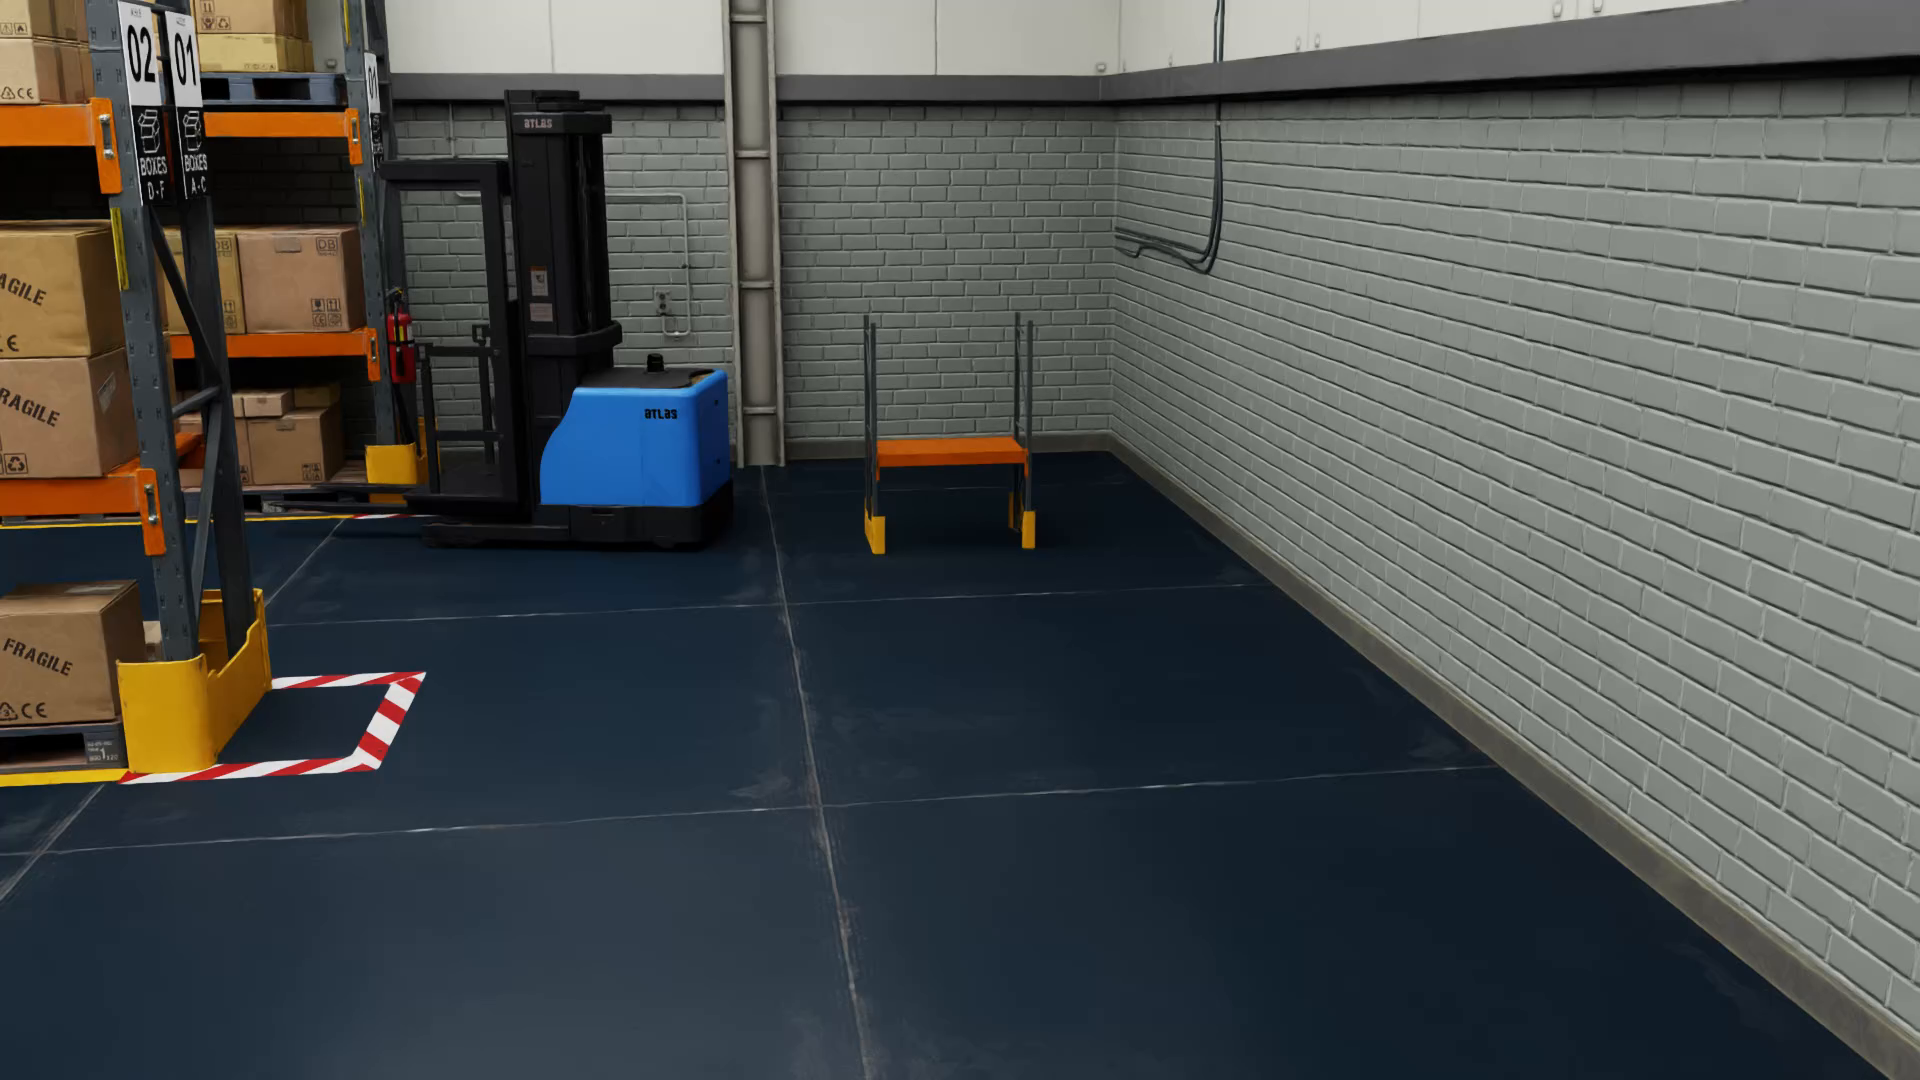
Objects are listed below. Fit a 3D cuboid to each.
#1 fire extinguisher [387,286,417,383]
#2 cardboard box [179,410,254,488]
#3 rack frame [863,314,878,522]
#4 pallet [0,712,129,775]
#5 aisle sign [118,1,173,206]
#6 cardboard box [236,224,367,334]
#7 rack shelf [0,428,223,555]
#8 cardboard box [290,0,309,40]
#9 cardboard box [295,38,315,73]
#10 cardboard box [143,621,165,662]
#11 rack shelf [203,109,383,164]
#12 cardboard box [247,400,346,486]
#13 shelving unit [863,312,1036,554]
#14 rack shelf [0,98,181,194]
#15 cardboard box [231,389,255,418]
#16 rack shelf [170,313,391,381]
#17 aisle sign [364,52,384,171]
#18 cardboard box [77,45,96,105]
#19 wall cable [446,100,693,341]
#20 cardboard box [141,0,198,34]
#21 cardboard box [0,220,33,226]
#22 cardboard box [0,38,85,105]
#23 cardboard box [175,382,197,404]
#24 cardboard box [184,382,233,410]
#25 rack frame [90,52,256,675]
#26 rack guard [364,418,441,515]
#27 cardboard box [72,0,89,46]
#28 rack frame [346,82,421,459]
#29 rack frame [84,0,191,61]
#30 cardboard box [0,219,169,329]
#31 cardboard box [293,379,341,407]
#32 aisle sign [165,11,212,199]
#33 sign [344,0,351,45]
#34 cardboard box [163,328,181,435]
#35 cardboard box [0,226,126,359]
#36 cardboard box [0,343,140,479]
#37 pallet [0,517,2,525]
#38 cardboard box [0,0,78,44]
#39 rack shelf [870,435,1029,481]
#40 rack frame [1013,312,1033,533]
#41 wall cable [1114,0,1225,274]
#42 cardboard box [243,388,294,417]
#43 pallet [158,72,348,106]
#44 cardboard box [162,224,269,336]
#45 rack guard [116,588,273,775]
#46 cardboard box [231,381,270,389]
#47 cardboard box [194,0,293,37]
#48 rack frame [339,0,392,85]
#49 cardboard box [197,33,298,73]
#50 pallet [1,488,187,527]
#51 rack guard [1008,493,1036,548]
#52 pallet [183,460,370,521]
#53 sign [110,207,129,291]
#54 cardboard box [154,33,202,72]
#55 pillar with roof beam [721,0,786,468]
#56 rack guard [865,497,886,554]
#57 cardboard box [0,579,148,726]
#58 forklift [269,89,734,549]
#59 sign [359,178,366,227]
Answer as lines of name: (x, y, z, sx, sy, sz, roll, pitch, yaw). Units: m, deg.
fire extinguisher: (-3.967, -1.457, 11.791, 0.183, 0.674, 0.296, -2, 14, -8)
cardboard box: (-5.357, -0.705, 12.140, 0.500, 0.500, 0.700, -2, 14, -8)
rack frame: (-0.587, -0.706, 10.954, 0.032, 1.500, 0.500, -2, 14, -8)
pallet: (-4.307, 0.795, 7.618, 1.213, 0.211, 1.003, -2, 14, -8)
aisle sign: (-3.330, -1.779, 6.806, 0.004, 0.787, 0.394, -2, 14, -8)
cardboard box: (-4.688, -1.906, 12.037, 0.700, 0.700, 0.980, -1, 14, -6)
rack shelf: (-5.421, -0.168, 7.205, 4.000, 0.370, 1.077, -2, 14, -8)
cardboard box: (-4.943, -3.811, 11.782, 0.500, 0.500, 0.500, -3, 14, -10)
cardboard box: (-4.944, -3.448, 11.877, 0.500, 0.250, 0.500, -1, 14, -5)
cardboard box: (-3.909, 0.512, 7.968, 0.250, 0.149, 0.380, -2, 14, -8)
rack shelf: (-6.163, -2.814, 11.590, 4.000, 0.370, 1.077, -2, 14, -8)
cardboard box: (-4.862, -0.723, 12.213, 0.500, 0.500, 0.700, -2, 14, -8)
shelving unit: (-0.075, -0.725, 11.028, 1.083, 1.500, 0.587, -2, 14, -8)
rack shelf: (-5.421, -1.623, 6.840, 4.000, 0.370, 1.077, -2, 14, -8)
cardboard box: (-5.215, -0.979, 11.903, 0.250, 0.149, 0.380, -2, 14, -7)
rack shelf: (-6.163, -1.359, 11.955, 4.000, 0.370, 1.077, -2, 14, -8)
aisle sign: (-4.069, -2.972, 11.563, 0.004, 0.787, 0.394, -2, 14, -8)
cardboard box: (-3.989, -2.014, 7.229, 0.500, 0.250, 0.500, -2, 14, -8)
wall cable: (-3.060, -2.548, 13.125, 1.851, 1.984, 0.084, -2, 14, -8)
cardboard box: (-5.365, -3.671, 11.226, 0.500, 0.500, 0.500, -2, 14, -7)
cardboard box: (-4.437, -1.150, 7.378, 0.500, 0.500, 0.500, -2, 14, -8)
cardboard box: (-3.912, -1.890, 6.732, 0.500, 0.250, 0.500, -2, 14, -8)
cardboard box: (-5.768, -1.053, 12.196, 0.250, 0.149, 0.380, -2, 14, -8)
cardboard box: (-5.517, -1.062, 12.234, 0.250, 0.149, 0.380, -2, 14, -8)
rack frame: (-3.443, -0.589, 7.406, 0.127, 3.000, 1.000, -2, 14, -8)
rack guard: (-4.161, -0.569, 12.464, 0.348, 0.500, 1.175, -2, 14, -8)
cardboard box: (-3.990, -2.258, 7.174, 0.500, 0.250, 0.500, -2, 14, -8)
rack frame: (-4.185, -1.781, 12.157, 0.127, 3.000, 1.000, -2, 14, -8)
rack frame: (-3.443, -3.499, 6.676, 0.127, 3.000, 1.000, -2, 14, -8)
cardboard box: (-3.922, -1.170, 7.461, 0.500, 0.500, 0.500, -2, 14, -7)
cardboard box: (-4.769, -1.090, 12.344, 0.250, 0.149, 0.380, -2, 14, -8)
aisle sign: (-3.420, -1.924, 7.381, 0.004, 0.787, 0.394, -2, 14, -8)
sign: (-4.118, -3.496, 11.171, 0.005, 0.325, 0.100, -2, 14, -8)
cardboard box: (-3.922, -0.685, 7.583, 0.500, 0.500, 0.500, -2, 14, -7)
cardboard box: (-3.843, -1.041, 6.944, 0.500, 0.500, 0.500, -2, 14, -9)
cardboard box: (-3.846, -0.556, 7.068, 0.500, 0.500, 0.500, -2, 14, -7)
pallet: (-7.377, -0.292, 11.953, 1.213, 0.211, 1.003, -2, 14, -8)
cardboard box: (-3.914, -2.134, 6.680, 0.500, 0.250, 0.500, -2, 14, -8)
rack shelf: (-0.084, -0.550, 11.071, 1.000, 0.185, 0.538, -2, 14, -8)
rack frame: (0.418, -0.743, 11.101, 0.032, 1.500, 0.500, -2, 14, -8)
wall cable: (1.461, -3.304, 12.279, 0.112, 2.526, 3.097, -2, 14, -8)
cardboard box: (-4.962, -0.989, 11.940, 0.250, 0.149, 0.380, -2, 14, -9)
pallet: (-4.917, -3.163, 11.685, 1.213, 0.211, 1.003, -2, 14, -8)
cardboard box: (-5.406, -1.876, 11.921, 0.700, 0.700, 0.980, -2, 14, -9)
rack guard: (-3.519, 0.626, 7.699, 0.348, 0.500, 1.175, -2, 14, -8)
cardboard box: (-5.269, -1.071, 12.270, 0.250, 0.149, 0.380, -2, 14, -8)
cardboard box: (-4.868, -3.687, 11.288, 0.500, 0.500, 0.500, -2, 14, -8)
rack frame: (-4.185, -4.691, 11.427, 0.127, 3.000, 1.000, -2, 14, -8)
cardboard box: (-4.870, -3.325, 11.386, 0.500, 0.250, 0.500, -2, 14, -7)
pallet: (-6.168, -0.337, 12.132, 1.213, 0.211, 1.003, -2, 14, -8)
rack guard: (0.417, -0.137, 11.252, 0.087, 0.250, 0.587, -2, 14, -8)
pallet: (-4.964, -0.381, 12.305, 1.213, 0.211, 1.003, -2, 14, -8)
sign: (-3.381, -1.170, 6.691, 0.005, 0.325, 0.100, -2, 14, -8)
cardboard box: (-5.384, -3.306, 11.310, 0.500, 0.250, 0.500, -3, 14, -10)
pillar with roof beam: (-1.003, -3.961, 8.518, 0.400, 9.000, 9.100, -2, 14, -8)
rack guard: (-0.568, -0.100, 11.108, 0.087, 0.250, 0.587, -2, 14, -8)
cardboard box: (-3.944, 0.489, 7.342, 0.500, 0.500, 0.500, -2, 14, -8)
forklift: (-3.149, -1.493, 11.149, 3.031, 2.935, 1.130, 1, 14, 5)
sign: (-4.118, -2.326, 11.465, 0.005, 0.325, 0.100, -2, 14, -8)
